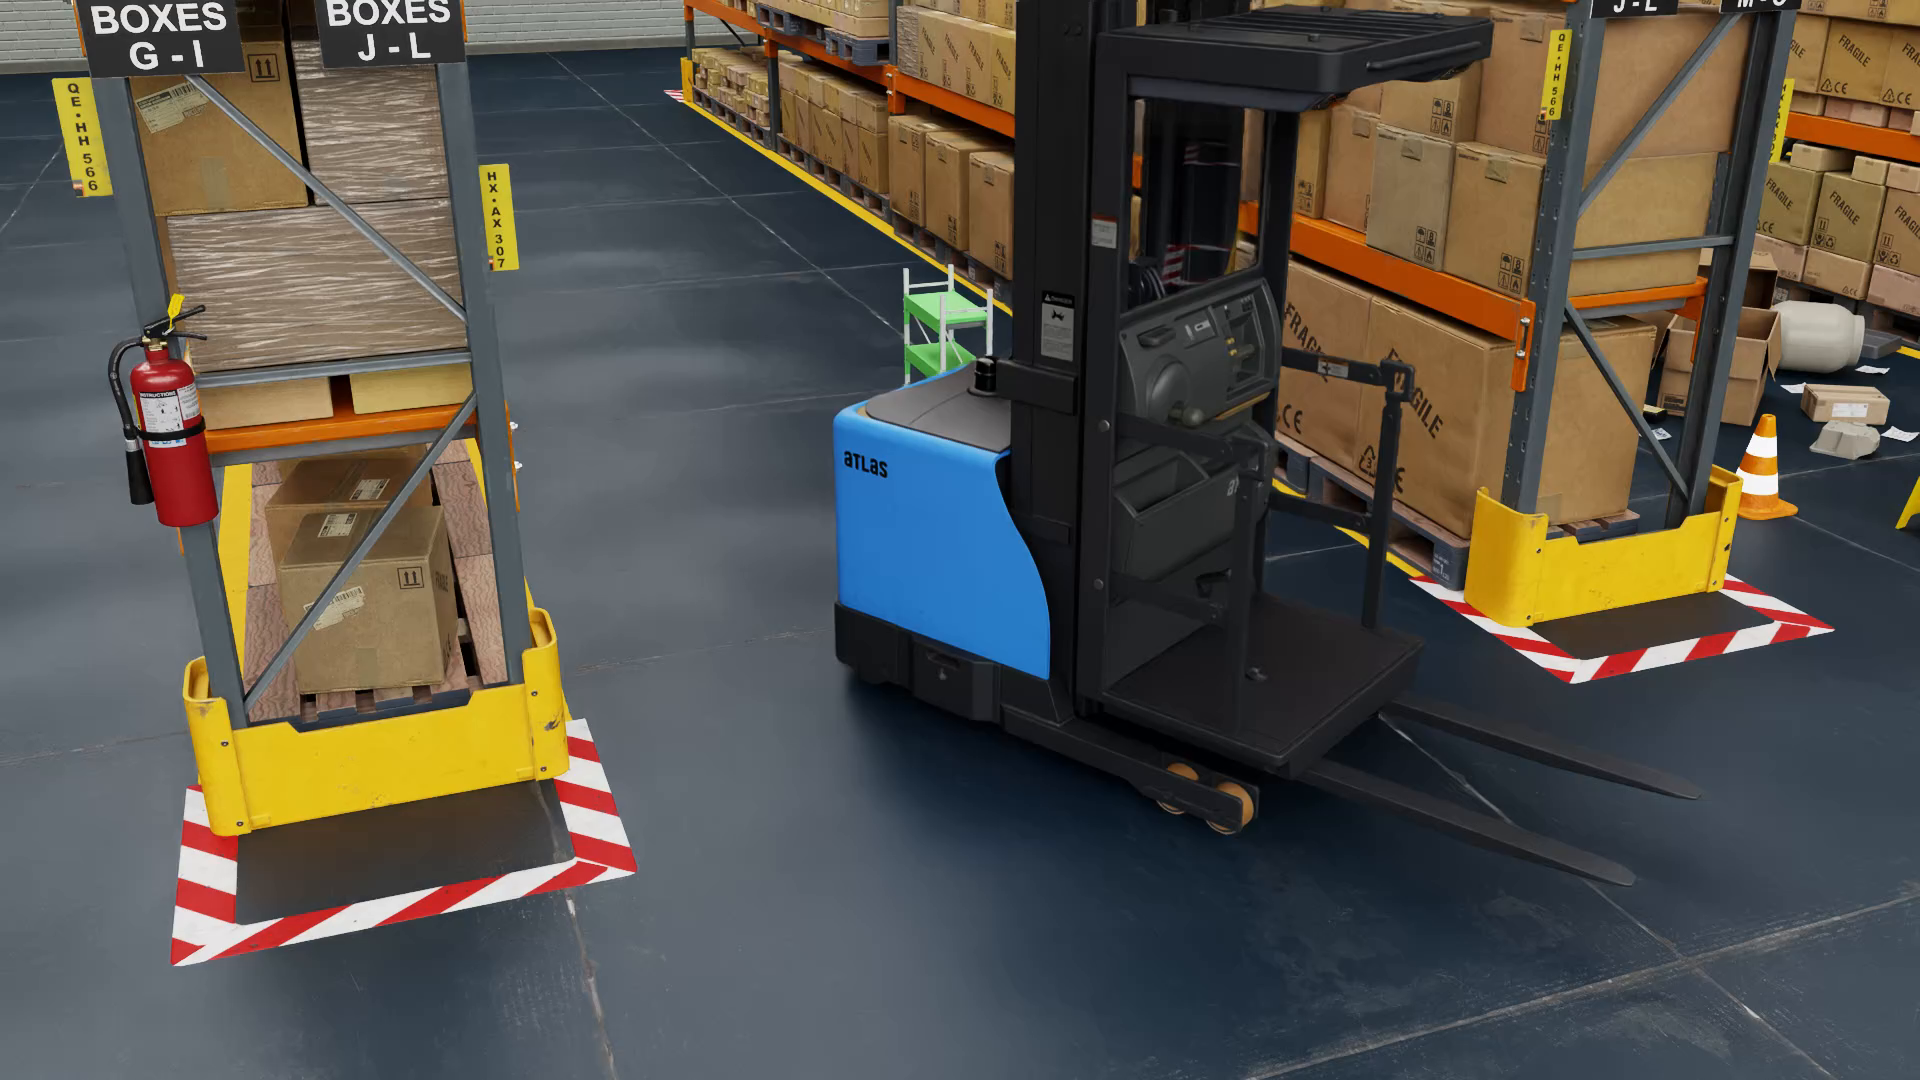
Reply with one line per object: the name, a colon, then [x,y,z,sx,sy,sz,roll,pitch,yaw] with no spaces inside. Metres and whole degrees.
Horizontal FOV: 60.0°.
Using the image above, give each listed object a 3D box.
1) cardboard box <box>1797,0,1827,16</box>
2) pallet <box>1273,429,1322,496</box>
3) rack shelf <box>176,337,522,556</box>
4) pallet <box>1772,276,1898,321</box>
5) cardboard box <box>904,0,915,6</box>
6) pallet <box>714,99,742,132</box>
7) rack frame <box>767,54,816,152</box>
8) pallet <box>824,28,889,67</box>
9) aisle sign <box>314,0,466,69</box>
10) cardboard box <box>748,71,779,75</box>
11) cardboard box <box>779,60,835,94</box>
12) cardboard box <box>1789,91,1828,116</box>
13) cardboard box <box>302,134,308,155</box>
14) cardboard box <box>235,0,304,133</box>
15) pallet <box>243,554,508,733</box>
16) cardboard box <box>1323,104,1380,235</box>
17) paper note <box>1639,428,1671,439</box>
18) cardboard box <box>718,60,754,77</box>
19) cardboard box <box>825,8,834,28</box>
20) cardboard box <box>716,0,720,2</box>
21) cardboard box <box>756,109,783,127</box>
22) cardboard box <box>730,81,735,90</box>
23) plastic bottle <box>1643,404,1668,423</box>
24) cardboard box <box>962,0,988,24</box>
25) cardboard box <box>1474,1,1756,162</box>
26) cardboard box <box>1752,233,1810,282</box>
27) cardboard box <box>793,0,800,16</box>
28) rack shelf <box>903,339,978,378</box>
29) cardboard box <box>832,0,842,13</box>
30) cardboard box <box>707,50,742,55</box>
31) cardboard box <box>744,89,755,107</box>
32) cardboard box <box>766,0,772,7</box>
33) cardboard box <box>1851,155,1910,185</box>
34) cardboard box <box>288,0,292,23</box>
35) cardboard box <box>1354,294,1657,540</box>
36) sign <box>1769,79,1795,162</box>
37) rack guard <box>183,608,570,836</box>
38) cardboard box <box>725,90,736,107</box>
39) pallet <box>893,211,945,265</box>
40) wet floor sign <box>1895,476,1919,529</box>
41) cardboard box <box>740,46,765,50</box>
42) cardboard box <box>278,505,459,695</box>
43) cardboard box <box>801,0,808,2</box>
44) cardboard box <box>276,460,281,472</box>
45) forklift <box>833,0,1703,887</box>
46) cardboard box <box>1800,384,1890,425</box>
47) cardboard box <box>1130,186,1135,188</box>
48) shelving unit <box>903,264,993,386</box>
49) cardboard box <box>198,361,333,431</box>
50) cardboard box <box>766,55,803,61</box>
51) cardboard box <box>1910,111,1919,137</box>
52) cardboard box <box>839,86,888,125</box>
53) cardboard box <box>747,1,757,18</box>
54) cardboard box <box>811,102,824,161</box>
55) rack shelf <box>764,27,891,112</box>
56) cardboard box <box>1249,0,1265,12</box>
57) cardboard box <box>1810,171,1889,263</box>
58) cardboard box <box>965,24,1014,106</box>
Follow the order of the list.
cardboard box: [5.875,-3.786,11.073,0.700,0.500,0.500,-9,24,-20]
pallet: [1.958,-0.600,8.902,1.003,0.211,1.213,-8,24,-19]
rack shelf: [-2.642,-0.914,6.983,1.077,0.370,4.000,-8,24,-19]
pallet: [6.193,-1.808,11.768,1.003,0.211,1.213,-8,24,-19]
cardboard box: [-0.263,-4.682,14.397,0.380,0.149,0.250,-9,25,-21]
pallet: [-2.204,-4.921,19.154,1.003,0.211,1.213,-8,24,-19]
rack frame: [-1.498,-5.523,16.992,1.000,3.000,0.127,-8,24,-19]
pallet: [-0.437,-4.226,14.161,1.213,0.211,1.003,-8,24,-19]
aisle sign: [-1.633,-1.736,4.659,0.394,0.787,0.004,-8,24,-19]
cardboard box: [-2.108,-5.052,18.239,0.380,0.149,0.250,-8,24,-17]
cardboard box: [-1.485,-4.606,16.527,0.500,0.250,0.500,-9,25,-21]
cardboard box: [5.872,-2.973,11.266,0.380,0.149,0.250,-8,24,-17]
cardboard box: [-2.529,-1.259,6.362,0.875,0.500,0.500,-8,24,-19]
cardboard box: [-2.886,-1.875,6.537,0.500,0.500,0.500,-8,24,-19]
pallet: [-2.216,0.438,6.438,1.003,0.211,1.213,-8,24,-19]
cardboard box: [2.272,-1.778,7.914,0.875,0.550,0.550,-8,24,-19]
paper note: [3.790,-0.582,9.093,0.144,0.017,0.142,0,23,-1]
cardboard box: [-2.561,-5.418,19.106,0.380,0.149,0.250,-8,24,-18]
cardboard box: [-0.952,-4.539,14.439,0.380,0.149,0.250,-9,24,-20]
cardboard box: [-2.577,-6.235,19.005,0.380,0.149,0.250,-9,24,-20]
cardboard box: [-1.956,-4.499,17.691,0.380,0.149,0.250,-8,24,-18]
cardboard box: [-2.447,-5.299,19.208,0.380,0.149,0.250,-7,24,-16]
plastic bottle: [3.834,-0.731,9.405,0.133,0.061,0.283,-18,29,-37]
cardboard box: [0.427,-4.042,12.063,0.700,0.500,0.500,-9,24,-20]
cardboard box: [2.646,-1.870,6.741,0.875,0.550,0.550,-8,24,-19]
cardboard box: [5.879,-2.007,11.650,0.500,0.250,0.500,-10,25,-21]
cardboard box: [-1.323,-4.921,15.346,0.380,0.149,0.250,-9,24,-20]
rack shelf: [-0.058,-0.775,7.591,0.258,0.148,0.480,-8,24,-19]
cardboard box: [-0.877,-4.594,14.186,0.380,0.149,0.250,-8,24,-18]
cardboard box: [-2.834,-5.810,20.036,0.380,0.149,0.250,-8,24,-18]
cardboard box: [-2.125,-4.802,18.029,0.380,0.149,0.250,-9,25,-21]
cardboard box: [-1.686,-5.295,16.233,0.380,0.149,0.250,-8,24,-18]
cardboard box: [6.050,-2.412,10.808,0.380,0.149,0.250,-7,24,-17]
cardboard box: [-2.405,-1.945,6.704,0.500,0.500,0.500,-8,24,-19]
cardboard box: [2.439,-0.615,7.541,0.875,0.875,0.875,-8,24,-19]
sign: [3.262,-1.672,6.639,0.100,0.325,0.005,-8,24,-19]
rack guard: [-1.962,0.605,5.671,1.175,0.500,0.348,-8,24,-19]
cardboard box: [-2.467,-5.062,19.027,0.380,0.149,0.250,-8,24,-19]
pallet: [0.123,-2.488,13.381,1.003,0.211,1.213,-8,24,-19]
wet floor sign: [4.603,-0.339,7.724,0.267,0.644,0.232,-13,26,-28]
cardboard box: [-2.487,-5.973,20.423,0.380,0.149,0.250,-8,24,-18]
cardboard box: [-2.140,0.210,6.067,0.500,0.500,0.500,-4,23,-9]
cardboard box: [-1.235,-4.964,15.064,0.380,0.149,0.250,-9,24,-20]
cardboard box: [-3.035,-0.656,8.123,0.500,0.500,0.500,-1,23,-2]
forklift: [0.977,-0.617,5.441,3.031,2.935,1.130,18,29,36]
cardboard box: [4.983,-0.764,9.371,0.380,0.149,0.250,4,23,9]
cardboard box: [1.024,-1.986,10.957,1.050,0.750,0.750,-8,24,-19]
shelving unit: [-0.058,-0.613,7.660,0.258,1.200,0.503,-8,24,-19]
cardboard box: [-2.229,-0.479,5.347,0.380,0.149,0.250,-8,24,-19]
cardboard box: [-2.063,-5.604,19.548,0.380,0.149,0.250,-7,24,-17]
cardboard box: [6.177,-2.592,10.361,0.380,0.149,0.250,-8,24,-19]
cardboard box: [-0.761,-3.851,14.738,0.500,0.250,0.500,-8,24,-18]
cardboard box: [-2.011,-5.558,17.397,0.380,0.149,0.250,-9,24,-20]
cardboard box: [-1.099,-3.879,15.770,0.500,0.500,0.500,-8,24,-18]
rack shelf: [-0.792,-4.465,15.408,1.077,0.370,4.000,-8,24,-19]
cardboard box: [1.791,-2.645,8.581,0.875,0.550,0.550,-8,24,-19]
cardboard box: [6.079,-2.160,11.046,0.500,0.500,0.500,-7,24,-17]
cardboard box: [0.355,-3.367,11.747,0.500,0.500,0.500,-9,24,-20]
